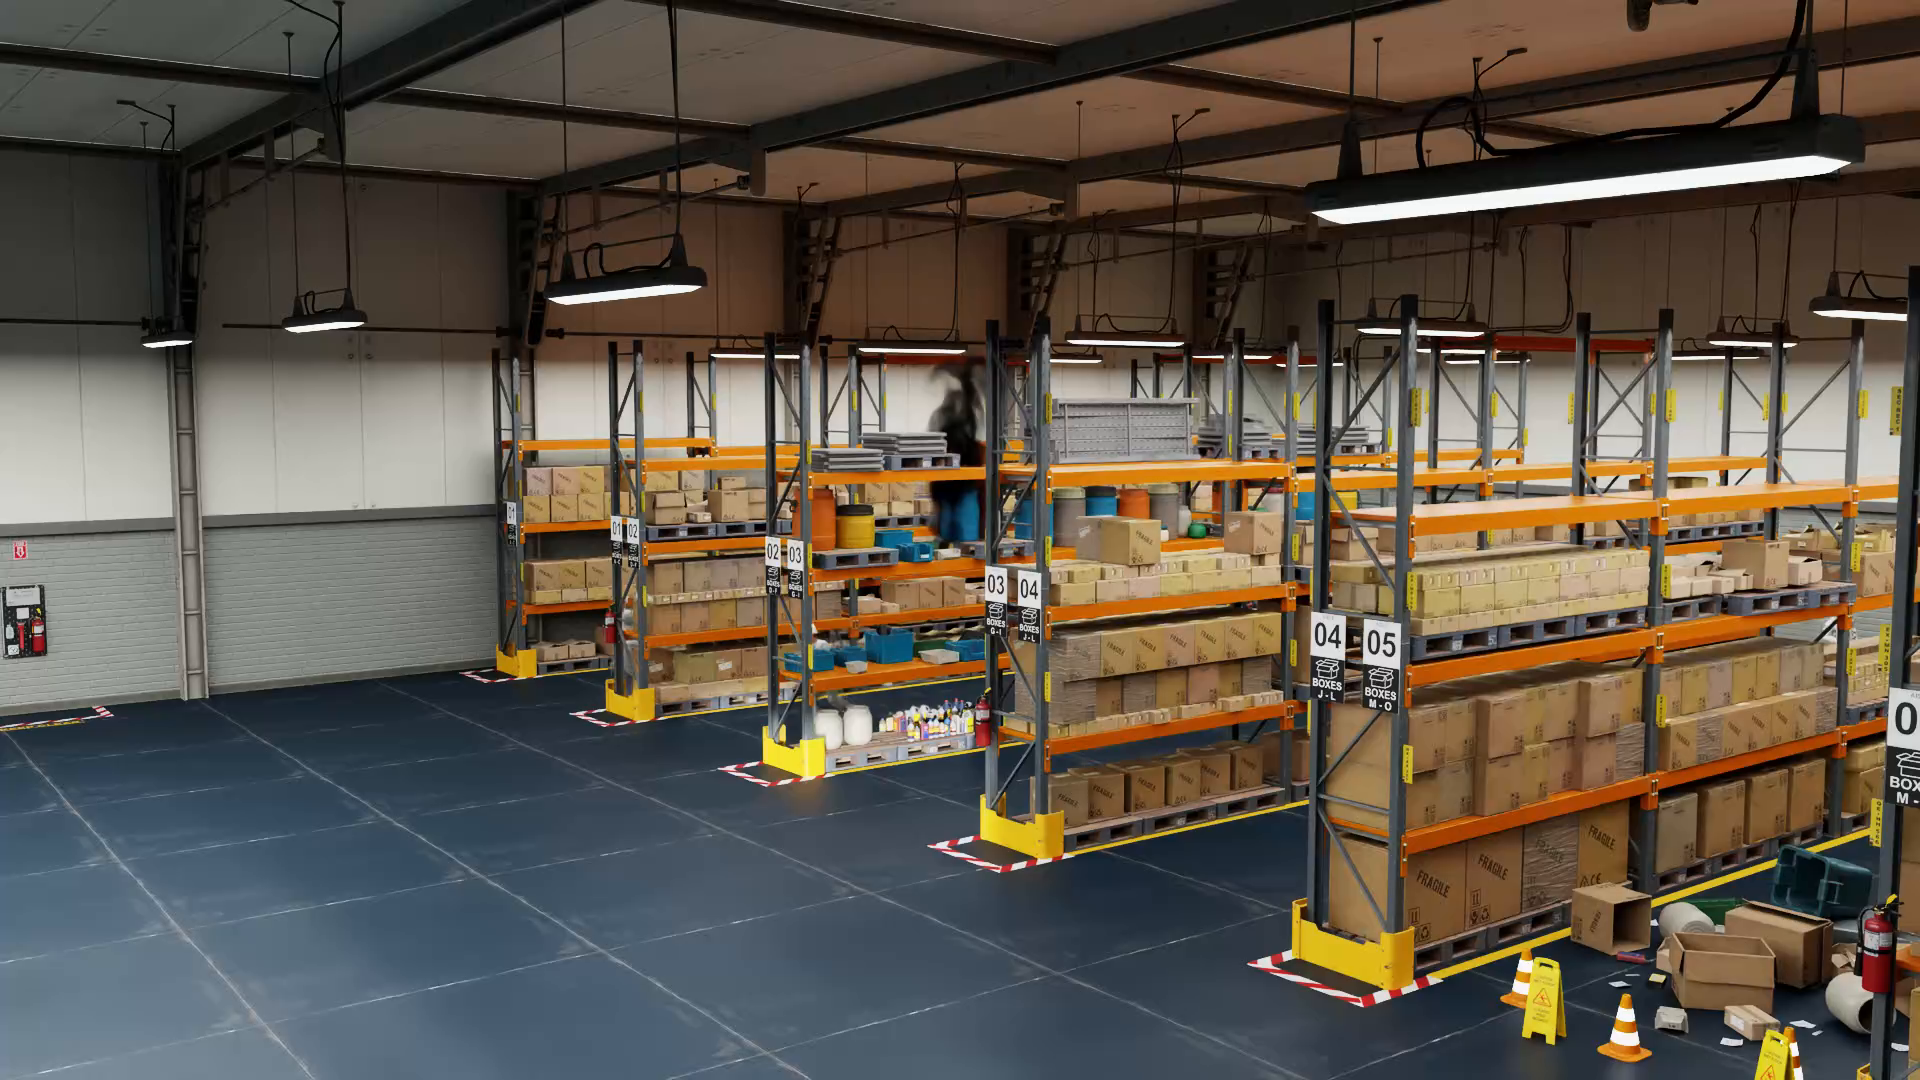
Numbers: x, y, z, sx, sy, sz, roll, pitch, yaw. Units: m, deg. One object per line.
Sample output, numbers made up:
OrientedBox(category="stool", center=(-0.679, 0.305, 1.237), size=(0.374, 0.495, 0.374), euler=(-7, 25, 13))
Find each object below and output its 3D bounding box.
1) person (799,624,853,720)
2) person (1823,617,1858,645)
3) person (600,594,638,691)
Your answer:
OrientedBox(category="person", center=(-2.041, 2.105, 25.472), size=(1.049, 1.732, 0.696), euler=(-5, 7, -42))
OrientedBox(category="person", center=(14.786, 1.884, 27.901), size=(0.615, 1.721, 0.811), euler=(0, 5, 4))
OrientedBox(category="person", center=(-5.697, 1.805, 28.309), size=(0.826, 1.800, 0.669), euler=(-4, 7, -39))
